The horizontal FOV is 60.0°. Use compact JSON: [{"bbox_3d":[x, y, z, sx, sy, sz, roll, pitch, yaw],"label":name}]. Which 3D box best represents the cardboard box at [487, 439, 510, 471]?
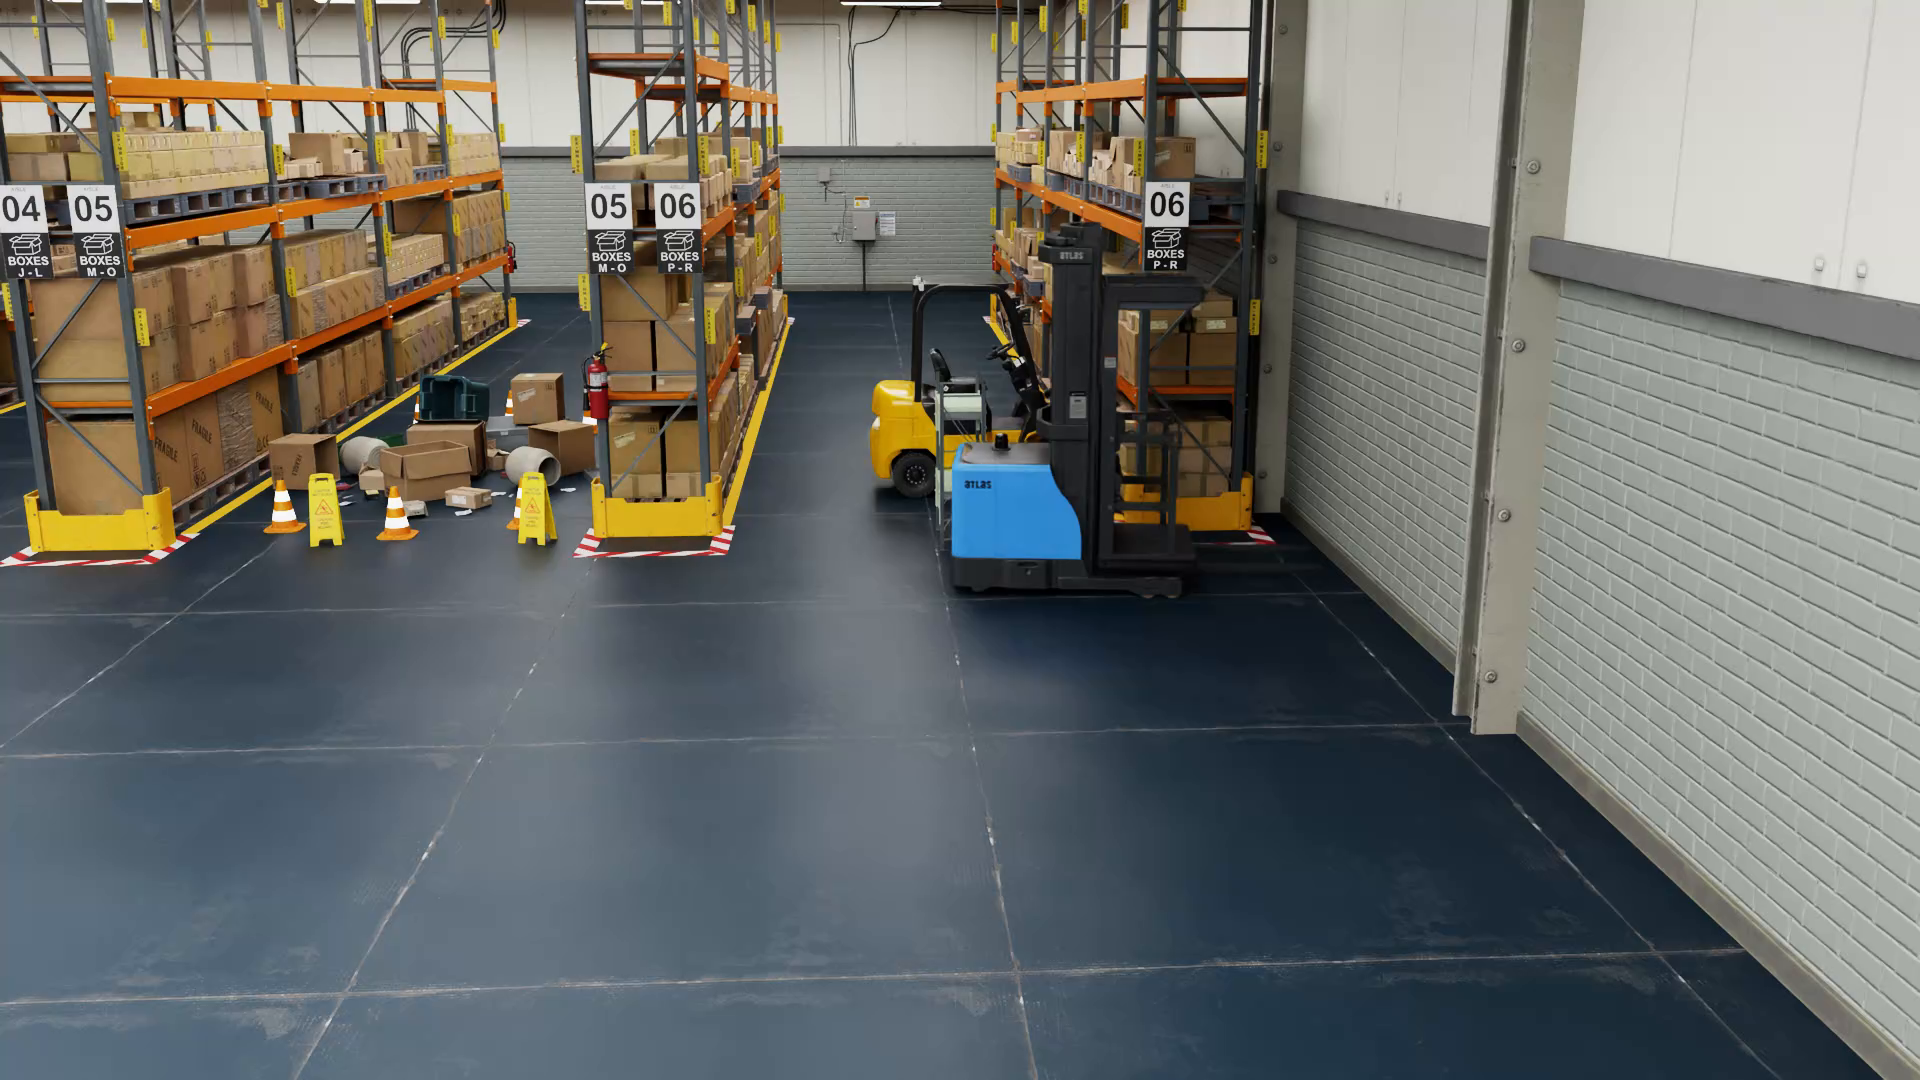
[{"bbox_3d":[-5.143,-0.941,18.375,0.258,0.266,0.396,-13,20,-42],"label":"cardboard box"}]

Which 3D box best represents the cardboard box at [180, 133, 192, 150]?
[{"bbox_3d":[-7.519,-3.778,15.753,0.380,0.149,0.250,-1,14,-4],"label":"cardboard box"}]

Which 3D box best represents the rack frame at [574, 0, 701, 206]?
[{"bbox_3d":[-2.804,-4.412,14.337,1.000,3.000,0.127,-1,14,-3],"label":"rack frame"}]

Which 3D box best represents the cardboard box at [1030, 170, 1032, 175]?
[{"bbox_3d":[1.090,-5.984,26.972,0.380,0.149,0.250,-1,14,-4],"label":"cardboard box"}]

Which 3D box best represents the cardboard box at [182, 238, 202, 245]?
[{"bbox_3d":[-13.329,-5.035,28.502,0.500,0.250,0.500,-1,14,-5],"label":"cardboard box"}]

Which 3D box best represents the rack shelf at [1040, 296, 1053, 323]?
[{"bbox_3d":[1.778,-2.728,21.275,1.077,0.370,4.000,-1,14,-3],"label":"rack shelf"}]

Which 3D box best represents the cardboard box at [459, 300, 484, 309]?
[{"bbox_3d":[-8.412,-4.043,28.626,0.380,0.149,0.250,-1,14,-5],"label":"cardboard box"}]

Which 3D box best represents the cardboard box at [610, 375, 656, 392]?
[{"bbox_3d":[-3.040,-1.474,15.464,0.380,0.149,0.250,0,14,-2],"label":"cardboard box"}]

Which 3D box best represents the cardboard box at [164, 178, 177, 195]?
[{"bbox_3d":[-7.487,-3.266,15.366,0.380,0.149,0.250,-1,14,-3],"label":"cardboard box"}]

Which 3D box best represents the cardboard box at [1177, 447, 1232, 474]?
[{"bbox_3d":[2.328,-0.818,16.081,0.500,0.250,0.500,-1,14,-2],"label":"cardboard box"}]

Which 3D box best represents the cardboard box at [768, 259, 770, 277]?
[{"bbox_3d":[-3.268,-4.310,26.284,0.500,0.250,0.500,-1,14,-5],"label":"cardboard box"}]

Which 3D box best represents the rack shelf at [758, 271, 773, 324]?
[{"bbox_3d":[-3.423,-3.645,24.840,1.077,0.370,4.000,-1,14,-3],"label":"rack shelf"}]

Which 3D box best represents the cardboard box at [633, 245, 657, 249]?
[{"bbox_3d":[-3.227,-2.812,17.356,0.700,0.500,0.500,-1,14,-5],"label":"cardboard box"}]

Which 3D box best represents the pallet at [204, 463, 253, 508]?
[{"bbox_3d":[-7.938,-0.554,16.982,1.003,0.211,1.213,-1,14,-3],"label":"pallet"}]

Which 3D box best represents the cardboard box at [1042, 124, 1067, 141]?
[{"bbox_3d":[1.494,-6.421,26.197,0.396,0.266,0.258,-1,14,-4],"label":"cardboard box"}]

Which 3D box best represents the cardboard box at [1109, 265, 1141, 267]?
[{"bbox_3d":[2.068,-3.350,20.747,0.380,0.149,0.250,-1,14,-4],"label":"cardboard box"}]

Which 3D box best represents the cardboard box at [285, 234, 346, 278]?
[{"bbox_3d":[-8.149,-3.562,20.866,0.700,0.500,0.500,-1,14,-4],"label":"cardboard box"}]

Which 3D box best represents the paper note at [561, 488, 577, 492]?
[{"bbox_3d":[-4.055,-0.526,17.233,0.142,0.019,0.148,-6,16,-23],"label":"paper note"}]

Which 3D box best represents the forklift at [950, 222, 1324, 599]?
[{"bbox_3d":[1.457,-1.083,13.577,3.031,2.935,1.130,1,14,3],"label":"forklift"}]

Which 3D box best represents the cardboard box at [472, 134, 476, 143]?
[{"bbox_3d":[-8.342,-6.738,27.896,0.380,0.149,0.250,-1,14,-5],"label":"cardboard box"}]

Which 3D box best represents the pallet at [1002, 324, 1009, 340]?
[{"bbox_3d":[1.286,-3.692,29.178,1.003,0.211,1.213,-1,14,-3],"label":"pallet"}]

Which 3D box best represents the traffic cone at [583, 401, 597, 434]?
[{"bbox_3d":[-4.526,-1.559,20.381,0.336,0.463,0.334,-1,14,-3],"label":"traffic cone"}]

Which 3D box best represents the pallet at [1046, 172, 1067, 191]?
[{"bbox_3d":[1.786,-4.767,22.118,1.213,0.211,1.003,0,14,-1],"label":"pallet"}]

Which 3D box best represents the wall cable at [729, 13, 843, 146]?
[{"bbox_3d":[-3.678,-9.812,35.326,2.355,3.000,0.029,-1,14,-3],"label":"wall cable"}]

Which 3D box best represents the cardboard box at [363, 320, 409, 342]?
[{"bbox_3d":[-8.035,-2.925,23.269,0.500,0.250,0.500,-2,15,-6],"label":"cardboard box"}]

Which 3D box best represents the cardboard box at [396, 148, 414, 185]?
[{"bbox_3d":[-8.078,-5.290,23.570,0.500,0.500,0.500,-1,14,-3],"label":"cardboard box"}]

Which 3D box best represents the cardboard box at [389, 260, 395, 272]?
[{"bbox_3d":[-8.082,-3.811,23.105,0.380,0.149,0.250,0,14,-1],"label":"cardboard box"}]

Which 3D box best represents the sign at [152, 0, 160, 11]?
[{"bbox_3d":[-8.527,-5.784,17.638,0.100,0.325,0.005,-1,14,-3],"label":"sign"}]

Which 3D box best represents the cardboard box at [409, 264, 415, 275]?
[{"bbox_3d":[-8.144,-3.920,24.127,0.380,0.149,0.250,-1,14,-3],"label":"cardboard box"}]

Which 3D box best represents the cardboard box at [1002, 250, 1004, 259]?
[{"bbox_3d":[0.936,-5.034,29.300,0.380,0.149,0.250,-1,14,-5],"label":"cardboard box"}]

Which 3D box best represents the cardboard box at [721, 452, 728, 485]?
[{"bbox_3d":[-2.602,-0.710,16.665,0.500,0.250,0.500,0,14,-1],"label":"cardboard box"}]

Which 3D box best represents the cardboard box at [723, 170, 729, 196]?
[{"bbox_3d":[-2.723,-3.794,17.659,0.500,0.250,0.500,-1,14,-4],"label":"cardboard box"}]

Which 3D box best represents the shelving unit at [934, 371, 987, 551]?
[{"bbox_3d":[0.000,-0.725,15.057,0.431,1.500,0.755,-1,14,-3],"label":"shelving unit"}]

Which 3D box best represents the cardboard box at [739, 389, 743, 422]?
[{"bbox_3d":[-3.087,-1.562,19.732,0.950,0.372,0.625,-1,14,-3],"label":"cardboard box"}]

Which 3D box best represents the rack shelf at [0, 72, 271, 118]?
[{"bbox_3d":[-7.862,-4.265,16.015,1.077,0.370,4.000,-1,14,-3],"label":"rack shelf"}]

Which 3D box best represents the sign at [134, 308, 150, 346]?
[{"bbox_3d":[-7.184,-1.869,14.599,0.100,0.325,0.005,-1,14,-3],"label":"sign"}]

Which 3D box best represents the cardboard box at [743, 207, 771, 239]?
[{"bbox_3d":[-3.335,-5.145,27.021,0.500,0.500,0.500,-1,14,-3],"label":"cardboard box"}]

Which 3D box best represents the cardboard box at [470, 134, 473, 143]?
[{"bbox_3d":[-8.321,-6.673,27.643,0.380,0.149,0.250,-1,14,-5],"label":"cardboard box"}]

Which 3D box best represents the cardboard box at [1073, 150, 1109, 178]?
[{"bbox_3d":[1.614,-4.416,19.509,0.500,0.311,0.500,-1,14,-5],"label":"cardboard box"}]

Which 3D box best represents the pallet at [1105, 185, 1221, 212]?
[{"bbox_3d":[2.054,-3.474,16.890,1.003,0.211,1.213,-1,14,-3],"label":"pallet"}]

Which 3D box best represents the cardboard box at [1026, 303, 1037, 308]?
[{"bbox_3d":[1.258,-3.714,26.537,0.380,0.149,0.250,-1,14,-5],"label":"cardboard box"}]

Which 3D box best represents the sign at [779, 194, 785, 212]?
[{"bbox_3d":[-3.253,-6.166,30.395,0.100,0.325,0.005,-1,14,-3],"label":"sign"}]

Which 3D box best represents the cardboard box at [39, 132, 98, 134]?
[{"bbox_3d":[-13.392,-5.898,25.090,0.700,0.500,0.500,-1,14,-2],"label":"cardboard box"}]

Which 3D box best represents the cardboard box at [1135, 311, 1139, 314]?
[{"bbox_3d":[1.871,-2.237,15.825,0.380,0.149,0.250,-1,14,-3],"label":"cardboard box"}]

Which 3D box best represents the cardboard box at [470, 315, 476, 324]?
[{"bbox_3d":[-8.348,-3.708,27.925,0.380,0.149,0.250,0,14,-1],"label":"cardboard box"}]

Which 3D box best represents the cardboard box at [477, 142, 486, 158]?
[{"bbox_3d":[-8.385,-6.641,28.318,0.500,0.250,0.500,-1,14,-3],"label":"cardboard box"}]

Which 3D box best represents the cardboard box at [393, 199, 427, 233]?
[{"bbox_3d":[-8.781,-5.178,26.553,0.500,0.500,0.500,-1,14,-5],"label":"cardboard box"}]

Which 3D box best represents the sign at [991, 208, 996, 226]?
[{"bbox_3d":[0.617,-5.974,30.711,0.100,0.325,0.005,-1,14,-3],"label":"sign"}]

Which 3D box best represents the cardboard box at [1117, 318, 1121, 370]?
[{"bbox_3d":[1.803,-2.007,16.830,0.500,0.500,0.500,-1,14,-4],"label":"cardboard box"}]

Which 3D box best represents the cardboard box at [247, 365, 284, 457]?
[{"bbox_3d":[-8.017,-1.416,18.156,0.875,0.875,0.875,-1,14,-3],"label":"cardboard box"}]

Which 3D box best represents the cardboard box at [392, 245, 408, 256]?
[{"bbox_3d":[-8.134,-4.143,23.800,0.380,0.149,0.250,0,14,-1],"label":"cardboard box"}]

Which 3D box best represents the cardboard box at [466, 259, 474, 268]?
[{"bbox_3d":[-8.293,-4.603,27.624,0.380,0.149,0.250,-1,14,-2],"label":"cardboard box"}]

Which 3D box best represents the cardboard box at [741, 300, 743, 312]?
[{"bbox_3d":[-2.777,-2.787,19.725,0.380,0.149,0.250,-1,14,-2],"label":"cardboard box"}]

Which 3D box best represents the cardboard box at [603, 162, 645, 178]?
[{"bbox_3d":[-3.131,-3.431,15.449,0.380,0.149,0.250,-1,14,-4],"label":"cardboard box"}]

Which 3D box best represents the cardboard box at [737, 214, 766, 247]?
[{"bbox_3d":[-3.218,-4.661,25.139,0.500,0.500,0.500,0,14,-2],"label":"cardboard box"}]

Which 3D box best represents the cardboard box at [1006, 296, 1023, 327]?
[{"bbox_3d":[1.181,-3.931,28.681,0.700,0.500,0.500,-1,14,-6],"label":"cardboard box"}]

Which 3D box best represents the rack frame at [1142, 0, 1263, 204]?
[{"bbox_3d":[2.150,-4.489,14.638,1.000,3.000,0.127,-1,14,-3],"label":"rack frame"}]
